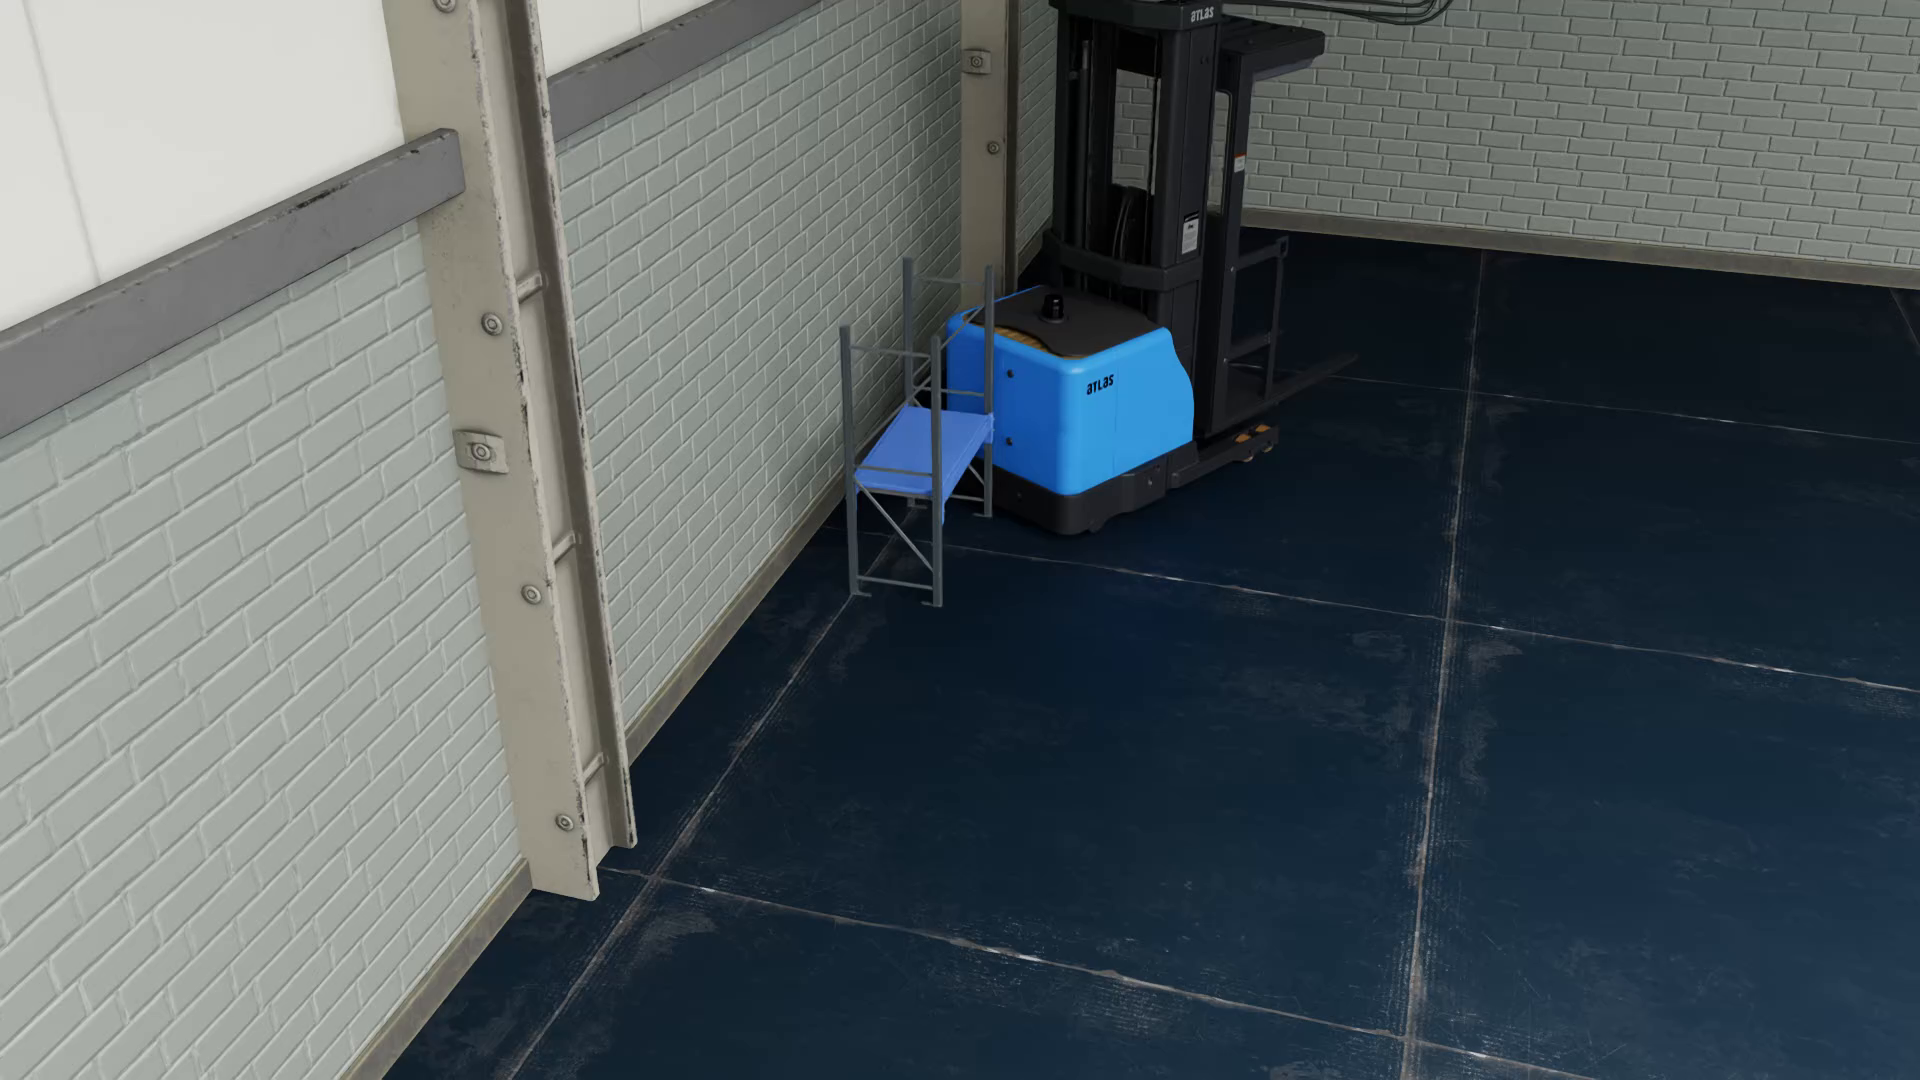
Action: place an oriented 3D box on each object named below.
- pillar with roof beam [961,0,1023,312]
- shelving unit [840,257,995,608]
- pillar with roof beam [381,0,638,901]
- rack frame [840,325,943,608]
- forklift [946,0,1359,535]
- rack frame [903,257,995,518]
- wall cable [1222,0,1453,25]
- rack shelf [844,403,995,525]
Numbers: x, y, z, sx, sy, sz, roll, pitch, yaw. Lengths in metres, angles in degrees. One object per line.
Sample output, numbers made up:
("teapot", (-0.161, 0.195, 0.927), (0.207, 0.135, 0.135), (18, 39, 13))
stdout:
("pillar with roof beam", (4.321, -4.775, 8.577), (9.100, 9.000, 0.400), (8, 30, 15))
("shelving unit", (-0.198, -0.581, 8.752), (0.538, 1.500, 1.048), (8, 30, 14))
("pillar with roof beam", (2.560, -1.987, 3.564), (9.100, 9.000, 0.400), (8, 30, 15))
("rack frame", (-0.335, -0.343, 8.324), (0.500, 1.500, 0.032), (8, 30, 14))
("forklift", (1.318, -1.917, 9.681), (3.031, 2.935, 1.130), (-25, 38, -37))
("rack frame", (-0.061, -0.819, 9.179), (0.500, 1.500, 0.032), (8, 30, 14))
("wall cable", (2.334, -5.213, 12.558), (3.097, 2.526, 0.112), (8, 30, 15))
("rack shelf", (-0.198, -0.424, 8.839), (0.538, 0.185, 1.000), (8, 30, 14))
